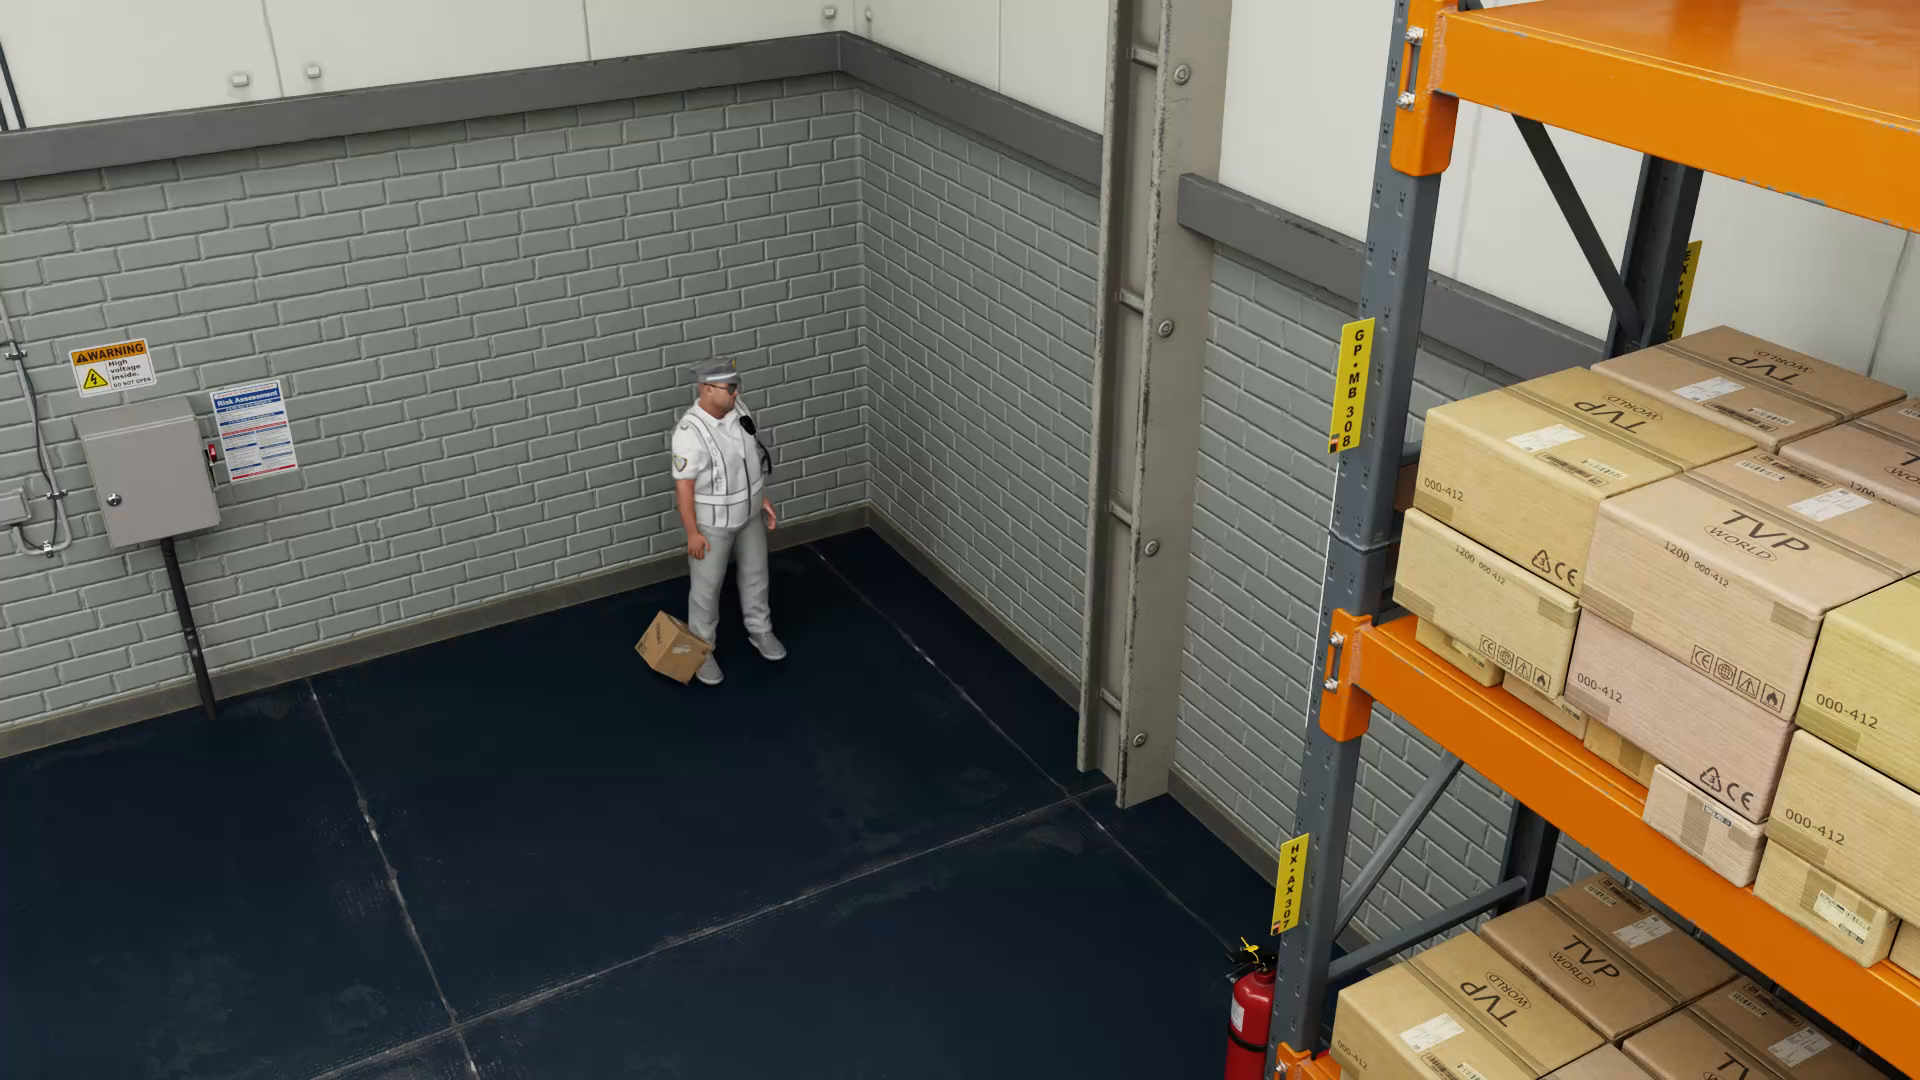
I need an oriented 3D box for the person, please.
[{"bbox_3d":[-1.225,-0.116,8.709,0.499,1.769,0.572,20,35,32],"label":"person"}]
